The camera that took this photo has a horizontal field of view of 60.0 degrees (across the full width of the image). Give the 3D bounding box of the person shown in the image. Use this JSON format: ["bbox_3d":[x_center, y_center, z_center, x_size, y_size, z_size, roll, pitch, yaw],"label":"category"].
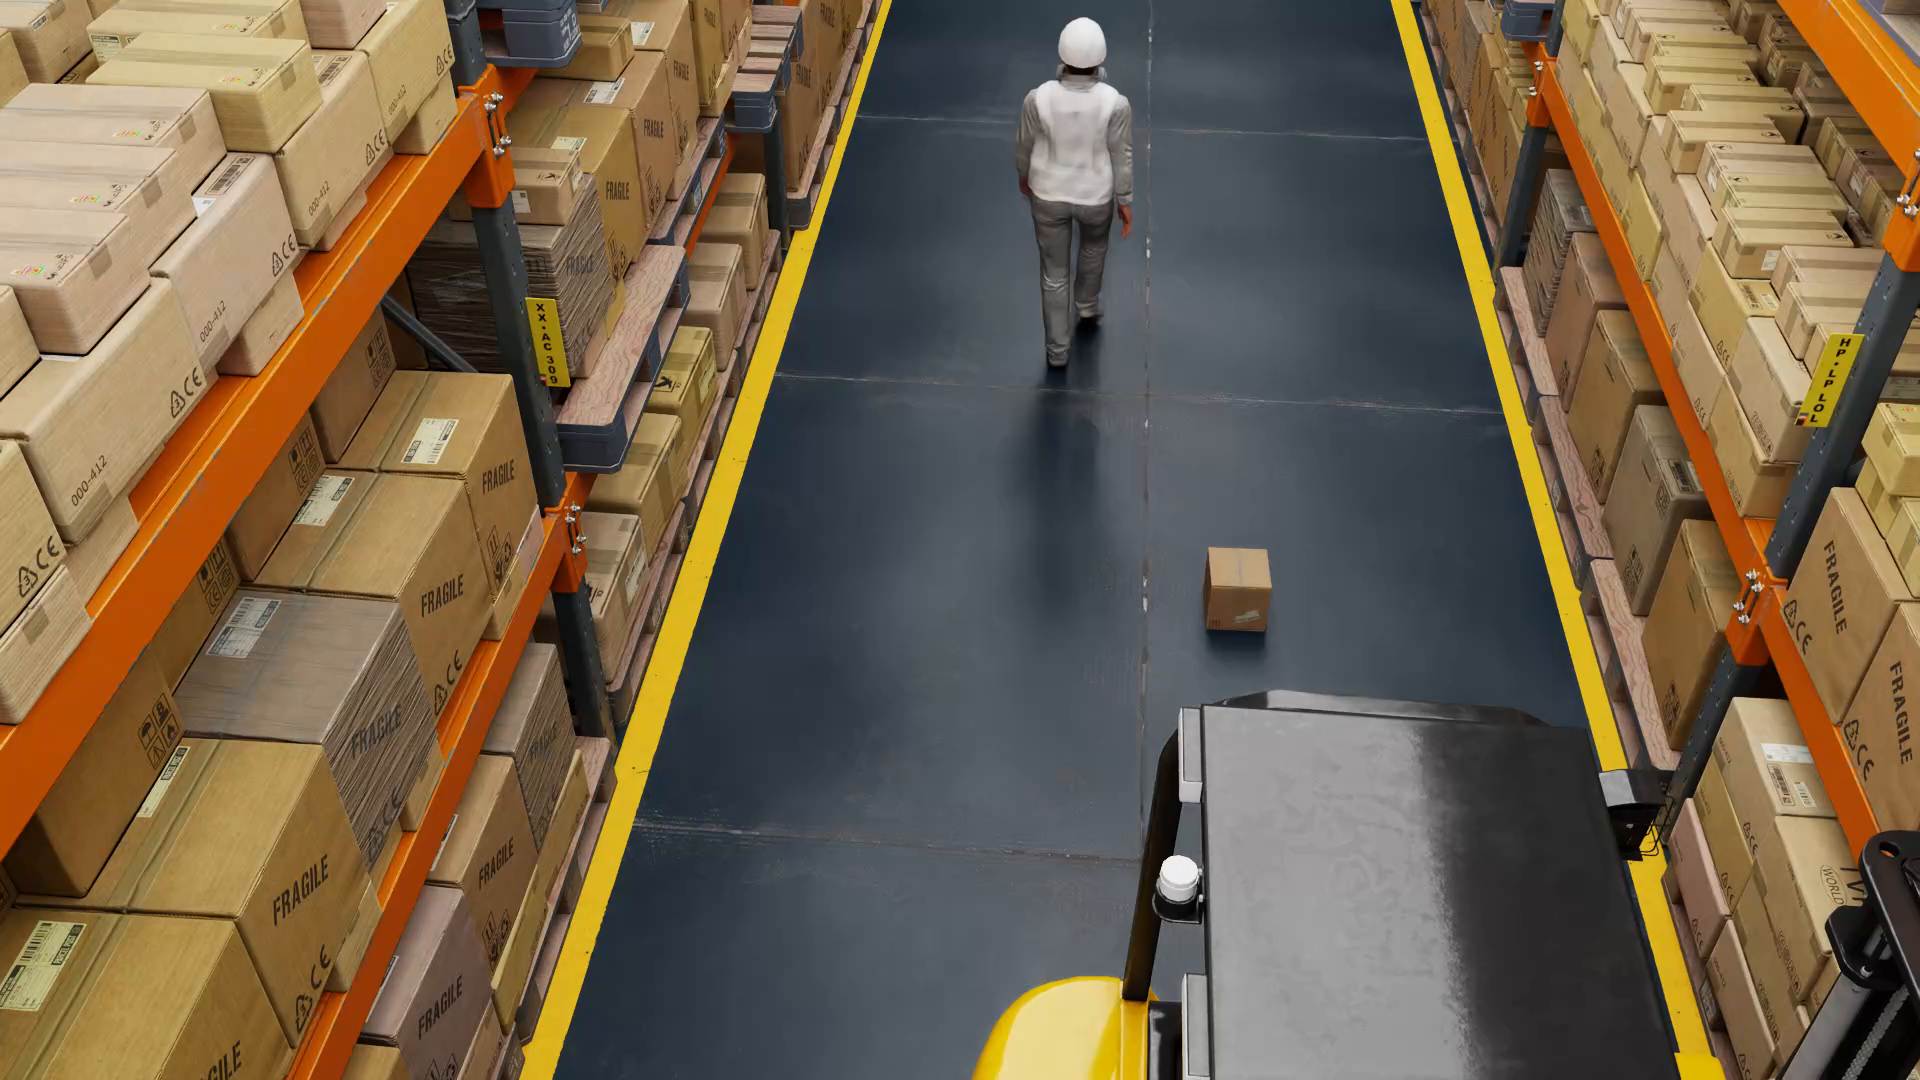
[{"bbox_3d":[0.557,-1.734,8.234,0.584,1.818,0.715,2,40,2],"label":"person"}]
